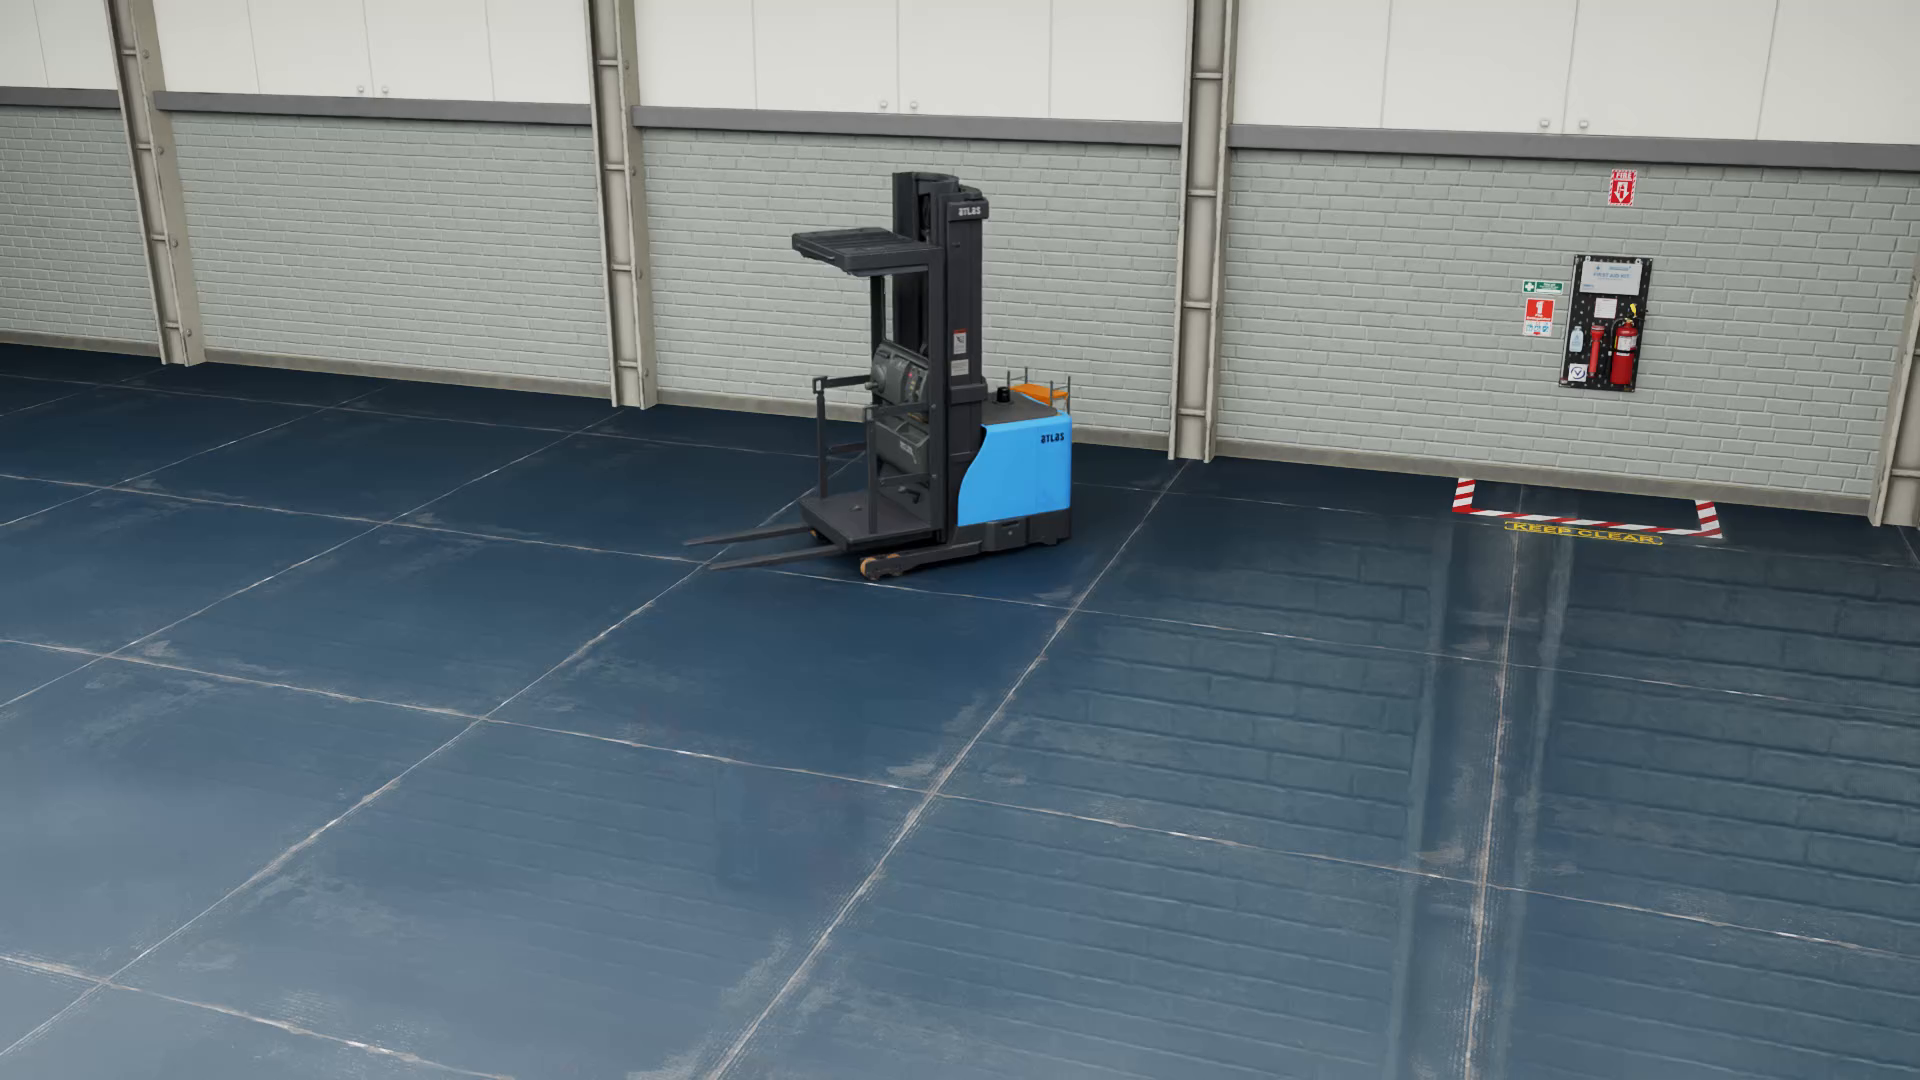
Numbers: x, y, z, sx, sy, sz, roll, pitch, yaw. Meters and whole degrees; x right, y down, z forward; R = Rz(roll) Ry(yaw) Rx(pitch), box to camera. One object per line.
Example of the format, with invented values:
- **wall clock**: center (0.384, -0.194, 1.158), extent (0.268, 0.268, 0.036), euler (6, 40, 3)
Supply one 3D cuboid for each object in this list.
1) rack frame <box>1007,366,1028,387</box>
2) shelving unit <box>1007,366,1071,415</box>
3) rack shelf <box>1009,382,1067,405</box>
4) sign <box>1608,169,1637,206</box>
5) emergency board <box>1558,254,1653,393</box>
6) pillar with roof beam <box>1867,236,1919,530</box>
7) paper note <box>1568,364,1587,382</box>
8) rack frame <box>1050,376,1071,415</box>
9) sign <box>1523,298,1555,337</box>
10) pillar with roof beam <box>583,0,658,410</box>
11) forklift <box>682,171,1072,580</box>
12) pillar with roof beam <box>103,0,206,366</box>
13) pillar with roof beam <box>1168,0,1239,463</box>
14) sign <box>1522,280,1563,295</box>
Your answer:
- **rack frame**: center (0.488, -0.885, 14.294), extent (0.240, 1.200, 0.015), euler (-18, 26, -42)
- **shelving unit**: center (0.660, -0.828, 14.130), extent (0.258, 1.200, 0.503), euler (-18, 26, -42)
- **rack shelf**: center (0.660, -1.200, 14.001), extent (0.258, 0.148, 0.480), euler (-18, 26, -42)
- **sign**: center (5.581, -2.968, 14.012), extent (0.199, 0.298, 0.001), euler (7, 20, 18)
- **emergency board**: center (5.556, -1.842, 14.302), extent (0.643, 1.169, 0.194), euler (7, 20, 18)
- **pillar with roof beam**: center (6.465, -3.057, 8.675), extent (0.400, 9.000, 9.100), euler (7, 20, 18)
- **paper note**: center (5.411, -1.466, 14.564), extent (0.142, 0.148, 0.016), euler (7, 20, 18)
- **rack frame**: center (0.832, -0.771, 13.966), extent (0.240, 1.200, 0.015), euler (-18, 26, -42)
- **sign**: center (5.068, -1.950, 14.560), extent (0.234, 0.329, 0.001), euler (7, 20, 18)
- **pillar with roof beam**: center (-4.870, -4.353, 12.394), extent (0.400, 9.000, 9.100), euler (7, 20, 18)
- **forklift**: center (-0.646, -1.279, 12.793), extent (3.031, 2.935, 1.130), euler (-9, 21, -25)
- **pillar with roof beam**: center (-10.538, -5.001, 14.253), extent (0.400, 9.000, 9.100), euler (7, 20, 18)
- **pillar with roof beam**: center (0.797, -3.705, 10.534), extent (0.400, 9.000, 9.100), euler (7, 20, 18)
- **sign**: center (5.069, -2.197, 14.463), extent (0.331, 0.109, 0.001), euler (7, 20, 18)
